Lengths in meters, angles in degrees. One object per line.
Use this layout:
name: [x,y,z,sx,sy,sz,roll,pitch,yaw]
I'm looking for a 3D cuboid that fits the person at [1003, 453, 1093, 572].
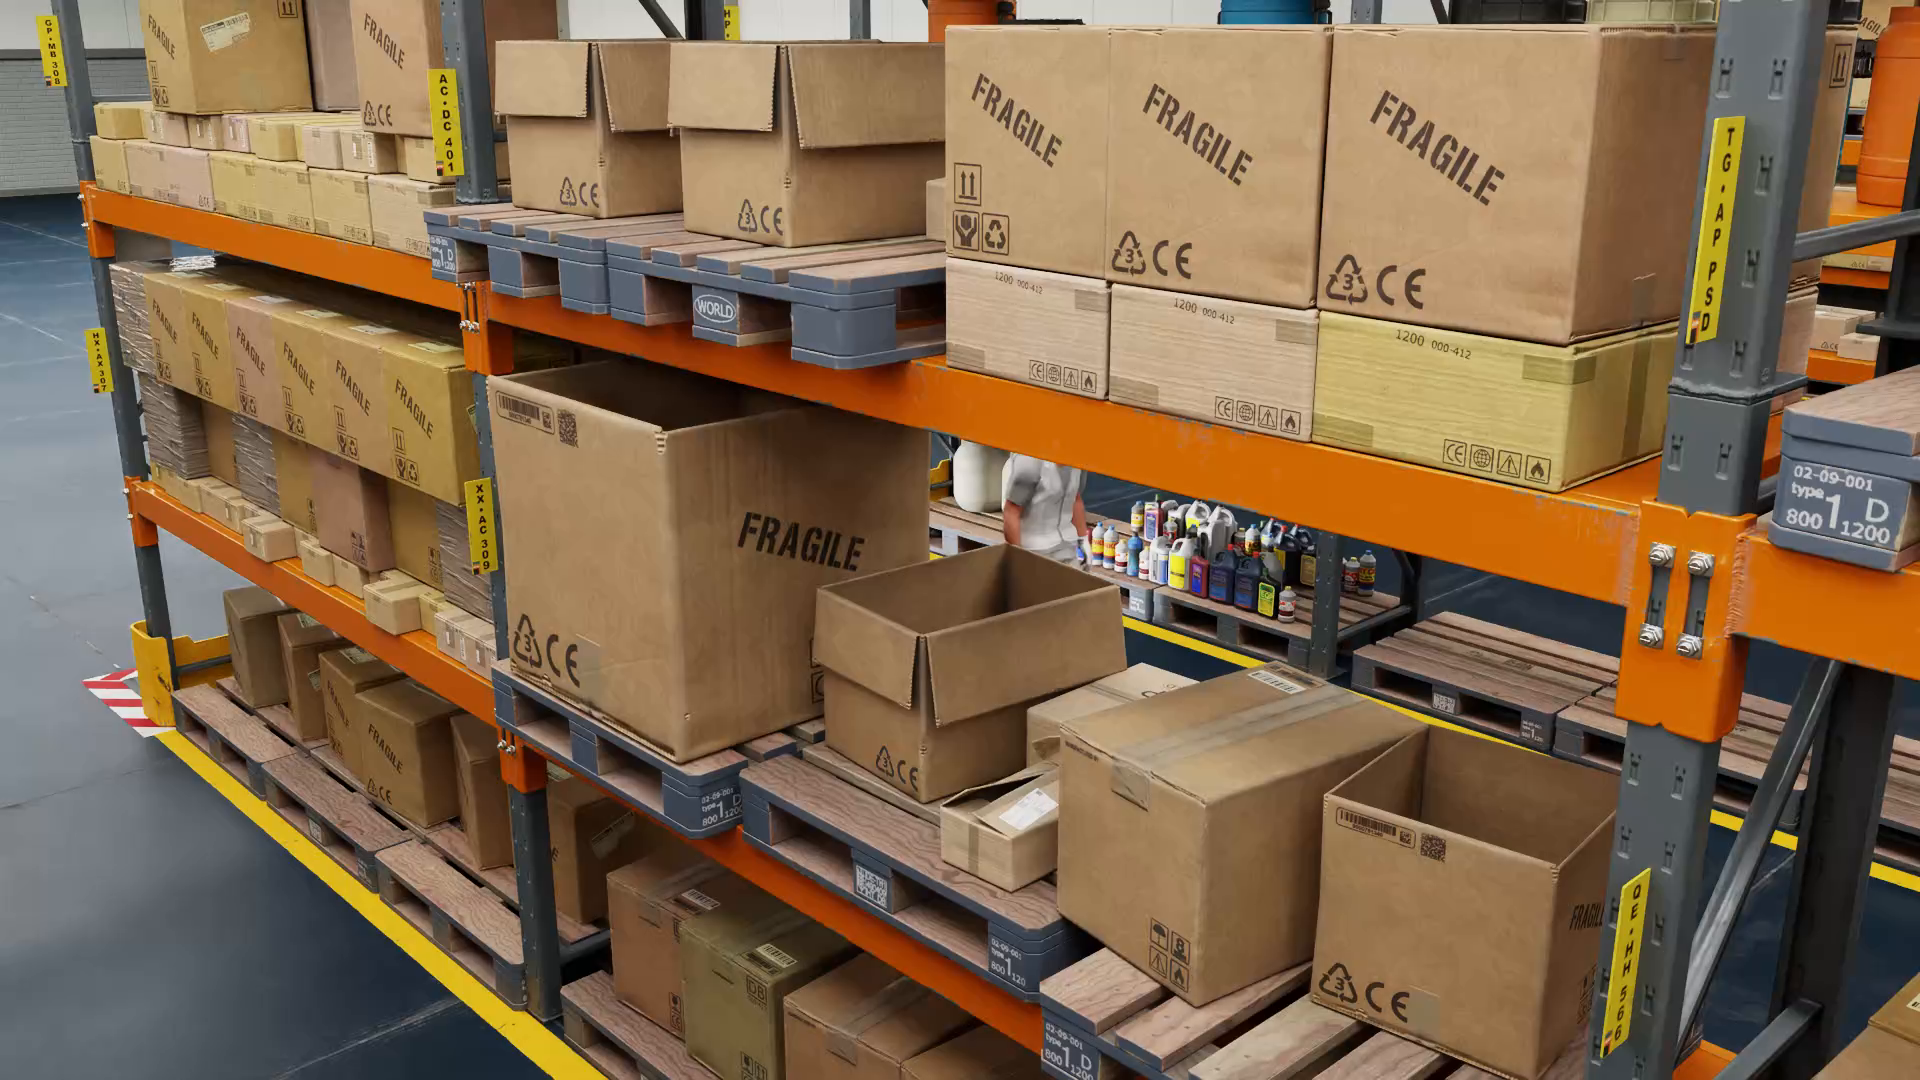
person: [0.476,0.082,8.755,0.612,1.779,0.455,-16,23,-42]
